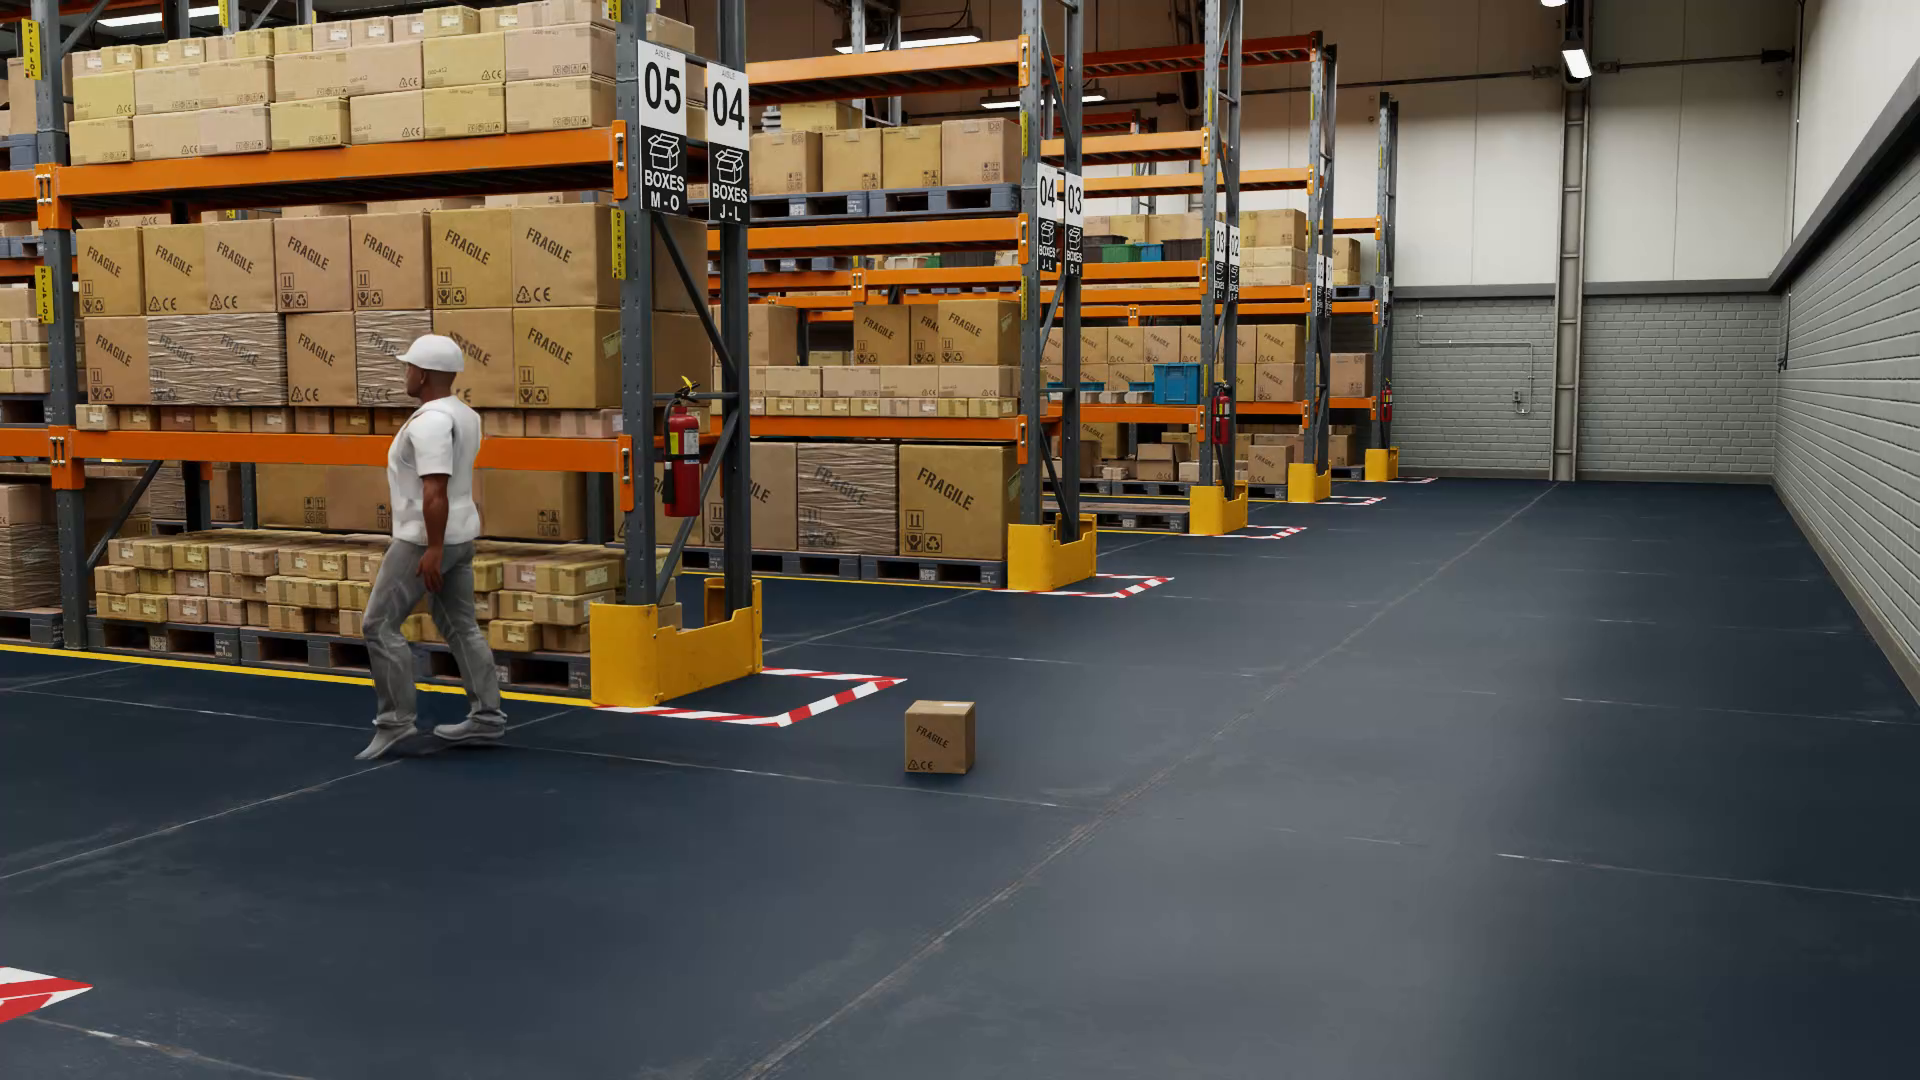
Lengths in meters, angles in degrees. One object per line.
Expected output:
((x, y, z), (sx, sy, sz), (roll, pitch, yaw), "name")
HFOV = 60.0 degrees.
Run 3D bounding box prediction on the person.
((-2.269, 0.041, 7.115), (0.607, 1.829, 0.621), (0, 6, 4), "person")
